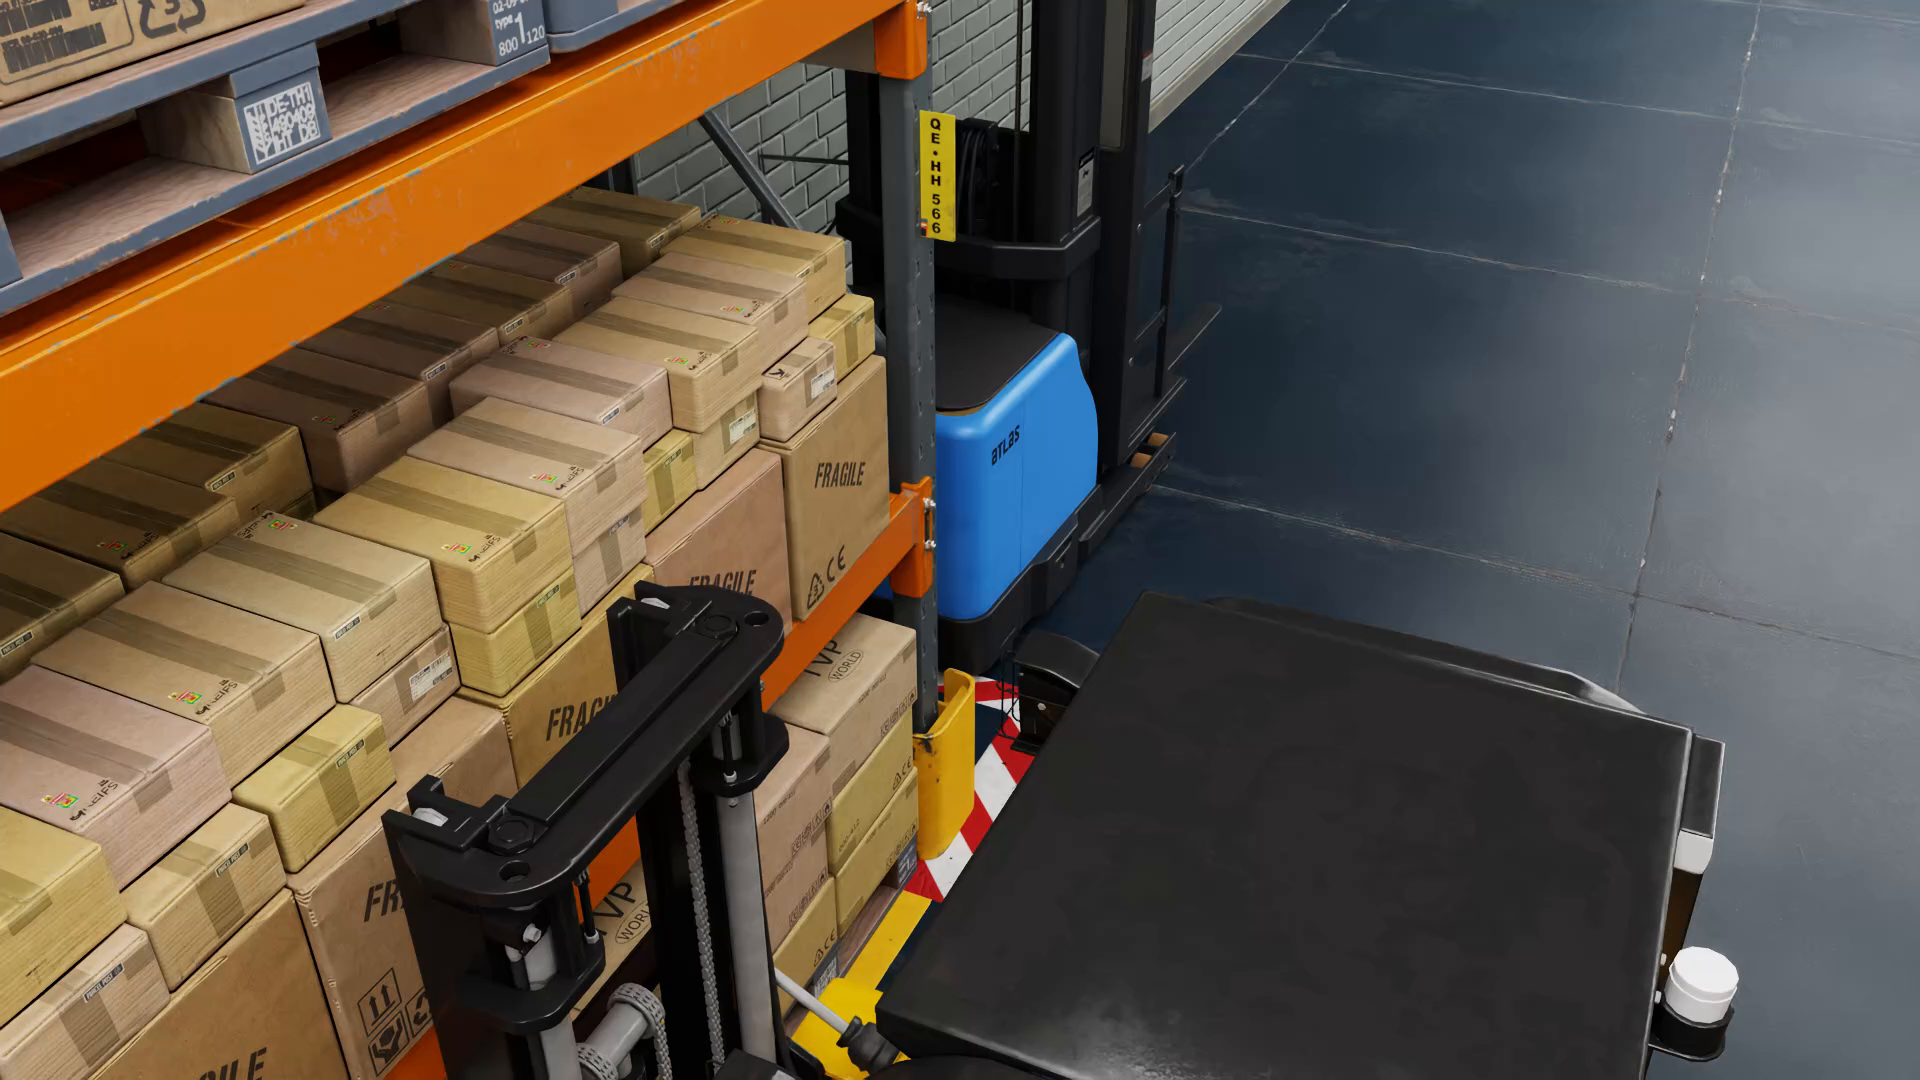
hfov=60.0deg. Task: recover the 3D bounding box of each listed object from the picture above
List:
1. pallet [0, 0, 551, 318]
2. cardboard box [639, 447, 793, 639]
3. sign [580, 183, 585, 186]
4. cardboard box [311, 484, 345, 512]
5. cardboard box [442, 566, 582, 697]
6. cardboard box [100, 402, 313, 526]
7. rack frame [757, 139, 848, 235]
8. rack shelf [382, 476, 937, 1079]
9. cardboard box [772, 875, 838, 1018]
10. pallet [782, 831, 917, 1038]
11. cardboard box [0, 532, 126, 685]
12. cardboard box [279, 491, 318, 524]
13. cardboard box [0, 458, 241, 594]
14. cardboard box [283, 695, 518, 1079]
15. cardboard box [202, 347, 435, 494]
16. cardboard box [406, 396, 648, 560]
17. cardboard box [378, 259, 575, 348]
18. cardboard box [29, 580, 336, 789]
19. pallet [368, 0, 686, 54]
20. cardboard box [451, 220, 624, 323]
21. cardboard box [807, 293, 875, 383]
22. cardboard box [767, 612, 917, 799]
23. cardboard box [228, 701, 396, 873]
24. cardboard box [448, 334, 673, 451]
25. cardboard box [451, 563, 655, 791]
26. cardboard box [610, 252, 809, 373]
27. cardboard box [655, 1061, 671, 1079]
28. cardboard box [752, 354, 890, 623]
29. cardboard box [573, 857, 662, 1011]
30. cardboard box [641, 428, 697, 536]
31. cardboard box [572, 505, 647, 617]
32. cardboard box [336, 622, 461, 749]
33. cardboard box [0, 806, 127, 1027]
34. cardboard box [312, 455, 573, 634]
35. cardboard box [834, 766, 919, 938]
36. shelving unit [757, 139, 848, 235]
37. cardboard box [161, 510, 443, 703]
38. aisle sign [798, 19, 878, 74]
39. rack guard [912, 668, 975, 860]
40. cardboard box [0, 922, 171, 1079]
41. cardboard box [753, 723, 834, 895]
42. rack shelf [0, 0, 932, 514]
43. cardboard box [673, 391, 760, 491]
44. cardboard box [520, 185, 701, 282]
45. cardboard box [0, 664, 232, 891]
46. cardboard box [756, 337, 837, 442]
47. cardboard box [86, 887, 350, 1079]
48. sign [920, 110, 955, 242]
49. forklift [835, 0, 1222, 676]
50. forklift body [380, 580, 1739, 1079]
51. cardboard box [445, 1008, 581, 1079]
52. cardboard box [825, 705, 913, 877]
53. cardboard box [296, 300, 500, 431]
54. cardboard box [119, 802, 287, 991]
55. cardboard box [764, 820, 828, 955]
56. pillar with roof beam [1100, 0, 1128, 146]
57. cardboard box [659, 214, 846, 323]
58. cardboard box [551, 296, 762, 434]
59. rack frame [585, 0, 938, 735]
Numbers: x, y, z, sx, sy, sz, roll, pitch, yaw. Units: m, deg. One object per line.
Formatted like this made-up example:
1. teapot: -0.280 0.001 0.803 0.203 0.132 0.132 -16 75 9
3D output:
1. pallet: -1.374 -0.707 2.437 1.003 0.211 1.213 14 36 20
2. cardboard box: -0.738 0.075 3.810 0.500 0.500 0.500 15 36 22
3. sign: -1.047 -0.971 4.633 0.100 0.325 0.005 14 36 20
4. cardboard box: -1.416 -0.159 3.575 0.380 0.149 0.250 15 36 21
5. cardboard box: -0.950 0.123 3.144 0.380 0.149 0.250 14 36 21
6. cardboard box: -1.521 -0.142 3.277 0.380 0.149 0.250 13 36 19
7. rack frame: -0.536 -0.897 6.669 0.500 1.500 0.032 9 33 21
8. rack shelf: -1.382 0.852 3.372 1.077 0.370 4.000 14 36 20
9. cardboard box: -0.671 1.081 4.490 0.500 0.250 0.500 14 36 20
10. pallet: -0.827 1.111 4.862 1.003 0.211 1.213 14 36 20
11. cardboard box: -1.660 0.132 2.859 0.380 0.149 0.250 15 36 22
12. cardboard box: -1.525 -0.025 3.369 0.380 0.149 0.250 15 36 22
13. cardboard box: -1.553 -0.001 3.061 0.380 0.149 0.250 14 36 21
14. cardboard box: -1.152 0.583 3.034 0.500 0.500 0.500 14 36 21
15. cardboard box: -1.322 -0.250 3.442 0.380 0.149 0.250 15 36 22
16. cardboard box: -0.843 -0.127 3.255 0.380 0.149 0.250 15 36 22
17. cardboard box: -1.117 -0.507 3.834 0.380 0.149 0.250 15 36 21
18. cardboard box: -1.261 0.231 2.708 0.380 0.149 0.250 14 36 21
19. pallet: -0.864 -1.316 3.367 1.003 0.211 1.213 14 36 20
20. cardboard box: -1.048 -0.646 4.046 0.380 0.149 0.250 15 36 22
21. cardboard box: -0.436 -0.521 4.127 0.380 0.149 0.250 15 36 21
22. cardboard box: -0.454 0.412 4.599 0.500 0.250 0.500 15 36 22
23. cardboard box: -1.181 0.370 2.768 0.380 0.149 0.250 13 36 20
24. cardboard box: -0.835 -0.282 3.491 0.380 0.149 0.250 14 36 21
25. cardboard box: -0.952 0.330 3.420 0.500 0.500 0.500 13 36 20
26. cardboard box: -0.579 -0.526 3.863 0.380 0.149 0.250 14 36 21
27. cardboard box: -0.881 1.143 3.939 0.500 0.250 0.500 13 36 19
28. cardboard box: -0.512 -0.182 4.200 0.500 0.500 0.500 13 36 19
29. cardboard box: -0.865 0.921 3.823 0.500 0.250 0.500 15 36 21
30. cardboard box: -0.794 -0.151 3.562 0.380 0.149 0.250 14 36 20
31. cardboard box: -0.863 -0.007 3.343 0.380 0.149 0.250 13 35 19
32. cardboard box: -1.136 0.227 2.986 0.380 0.149 0.250 14 36 20
33. cardboard box: -1.405 0.499 2.300 0.380 0.149 0.250 14 36 20
34. cardboard box: -0.946 0.003 3.056 0.380 0.149 0.250 15 36 21
35. cardboard box: -0.455 0.836 4.865 0.500 0.250 0.500 14 36 21
36. shelving unit: -0.736 -0.641 6.267 0.587 1.500 1.083 9 33 21
37. cardboard box: -1.140 0.109 2.894 0.380 0.149 0.250 15 36 21
38. aisle sign: -0.251 -1.498 3.928 0.394 0.787 0.004 14 36 20
39. rack guard: -0.535 0.588 5.397 1.175 0.500 0.348 14 36 20
40. cardboard box: -1.374 0.634 2.365 0.380 0.149 0.250 14 36 20
41. cardboard box: -0.663 0.667 4.209 0.500 0.250 0.500 15 36 21
42. rack shelf: -1.382 -0.403 2.549 1.077 0.370 4.000 14 36 20
43. cardboard box: -0.680 -0.272 3.747 0.380 0.149 0.250 15 36 21
44. cardboard box: -0.880 -0.764 4.226 0.380 0.149 0.250 13 36 20
45. cardboard box: -1.349 0.359 2.513 0.380 0.149 0.250 14 36 20
46. cardboard box: -0.516 -0.387 3.922 0.380 0.149 0.250 15 36 21
47. cardboard box: -1.382 0.828 2.660 0.500 0.500 0.500 14 36 20
48. sign: -0.058 -0.897 4.111 0.100 0.325 0.005 14 36 20
49. forklift: 0.285 -1.530 6.410 1.130 2.935 3.031 16 36 22
50. forklift body: 0.319 1.273 2.848 2.313 2.155 1.214 14 36 20
51. cardboard box: -1.084 1.172 3.440 0.500 0.250 0.500 13 36 20
52. cardboard box: -0.465 0.634 4.716 0.500 0.250 0.500 14 36 20
53. cardboard box: -1.234 -0.387 3.651 0.380 0.149 0.250 14 36 21
54. cardboard box: -1.285 0.505 2.562 0.380 0.149 0.250 13 35 19
55. cardboard box: -0.684 0.881 4.339 0.500 0.250 0.500 14 36 20
56. pillar with roof beam: 4.765 -4.815 5.886 9.100 9.000 0.400 14 36 20
57. cardboard box: -0.504 -0.656 4.061 0.380 0.149 0.250 14 36 21
58. cardboard box: -0.663 -0.389 3.654 0.380 0.149 0.250 15 36 22
59. rack frame: -0.545 -0.445 4.693 1.000 3.000 0.127 14 36 20
